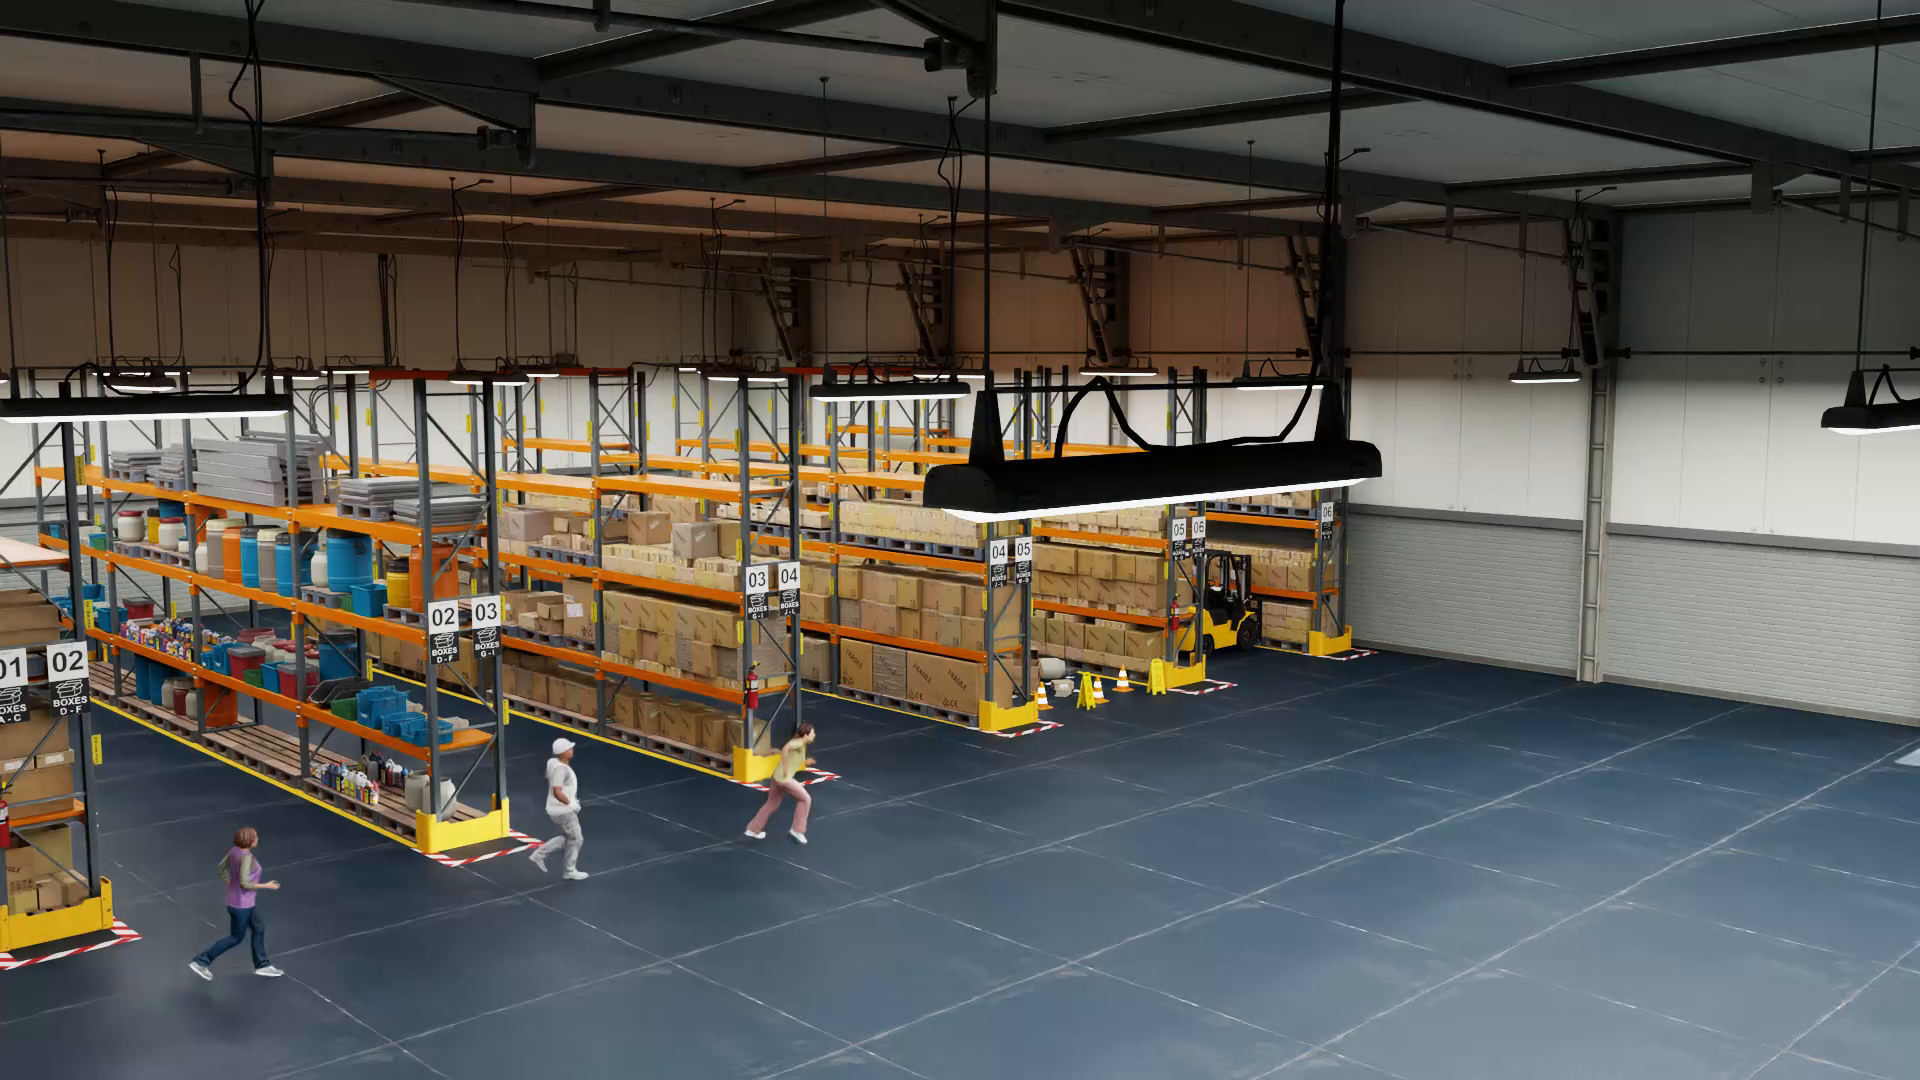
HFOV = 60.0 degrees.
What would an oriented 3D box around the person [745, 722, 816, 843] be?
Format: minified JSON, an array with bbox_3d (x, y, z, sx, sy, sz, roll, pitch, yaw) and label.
[{"bbox_3d":[-2.308,3.163,21.420,0.944,1.613,0.621,-1,7,-12],"label":"person"}]

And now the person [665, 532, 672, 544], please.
[{"bbox_3d":[-8.077,0.263,46.155,0.701,1.748,0.933,2,7,18],"label":"person"}]

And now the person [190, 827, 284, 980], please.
[{"bbox_3d":[-7.271,3.671,16.657,0.871,1.594,0.506,-4,7,-30],"label":"person"}]

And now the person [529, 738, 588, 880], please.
[{"bbox_3d":[-4.795,3.234,19.838,0.685,1.756,0.719,-2,7,-21],"label":"person"}]
